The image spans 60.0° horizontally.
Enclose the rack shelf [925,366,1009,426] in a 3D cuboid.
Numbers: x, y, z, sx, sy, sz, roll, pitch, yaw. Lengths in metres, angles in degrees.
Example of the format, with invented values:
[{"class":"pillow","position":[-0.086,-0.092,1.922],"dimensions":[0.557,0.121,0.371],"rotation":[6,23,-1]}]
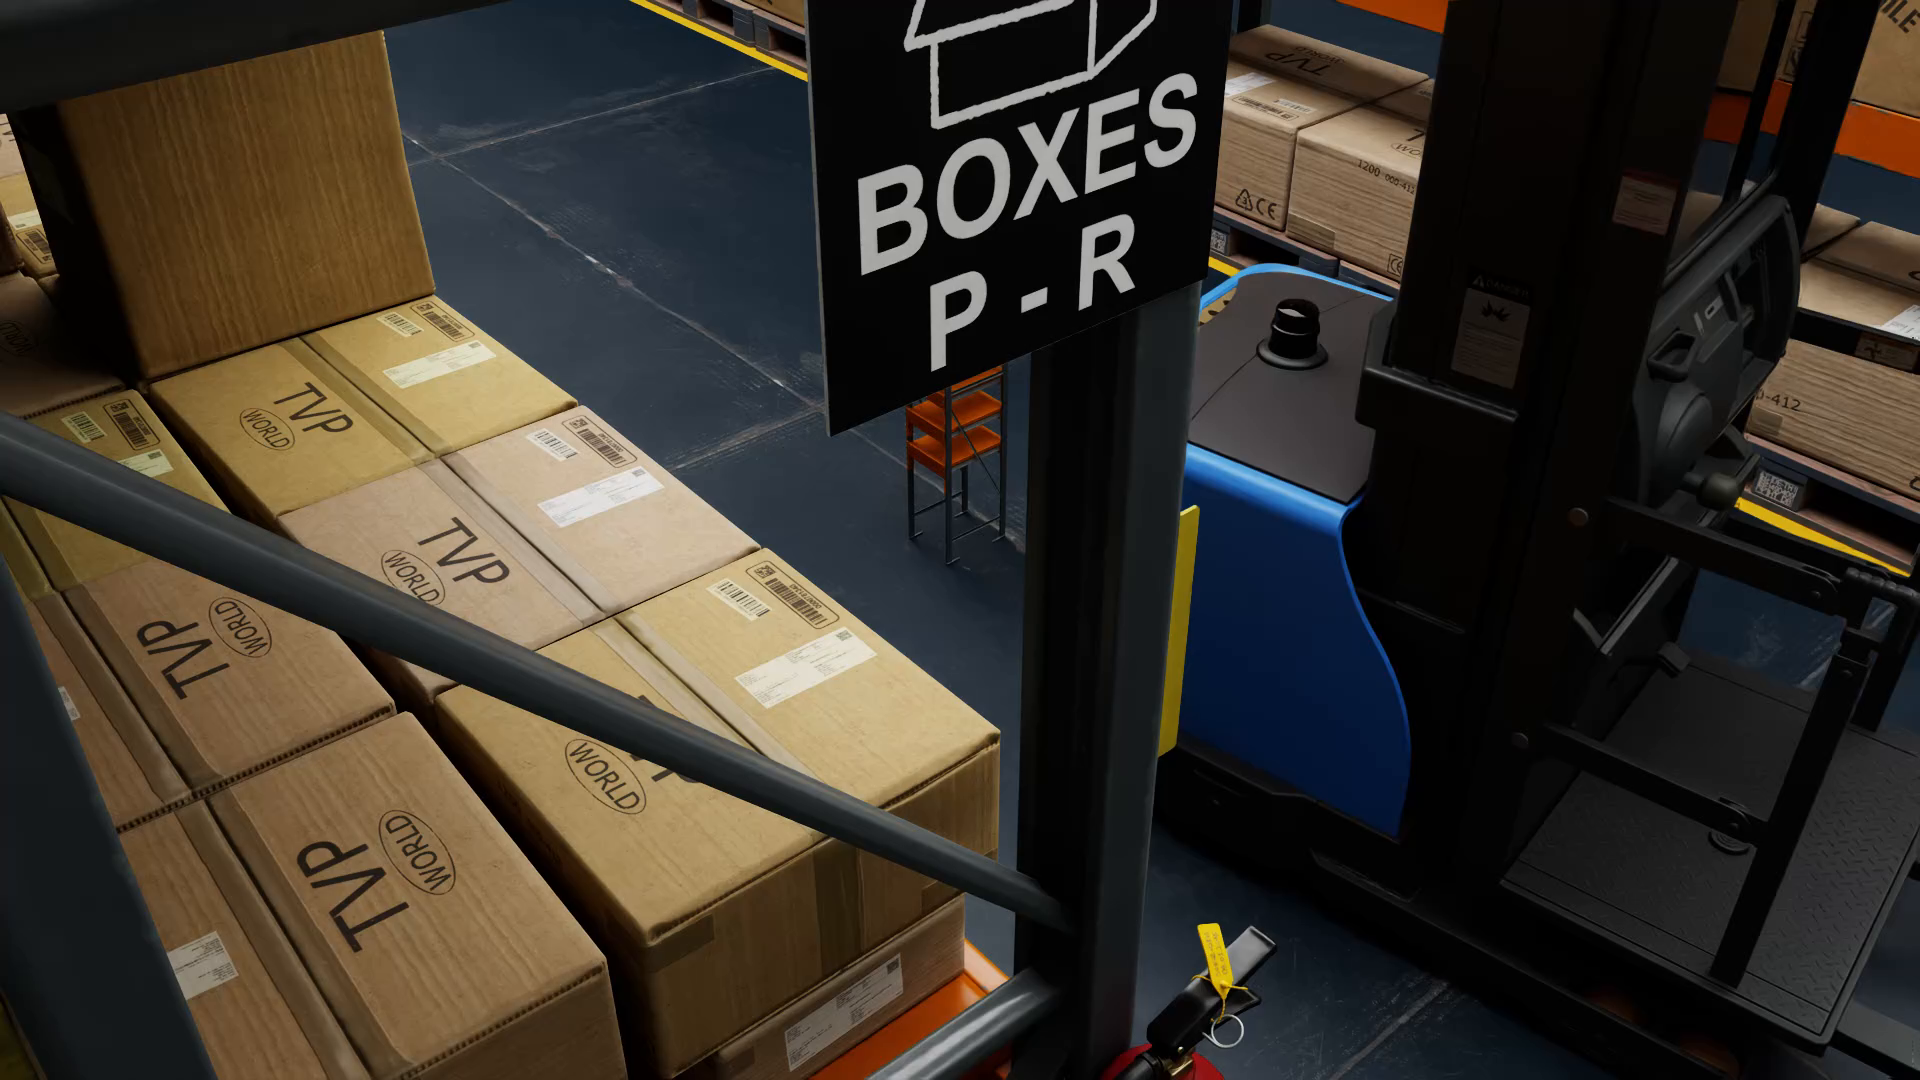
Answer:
[{"class":"rack shelf","position":[-0.009,-0.460,4.938],"dimensions":[0.258,0.103,0.180],"rotation":[-26,43,-32]}]

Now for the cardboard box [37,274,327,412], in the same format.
[{"class":"cardboard box","position":[-1.301,-0.352,3.025],"dimensions":[0.500,0.250,0.500],"rotation":[-27,43,-33]}]

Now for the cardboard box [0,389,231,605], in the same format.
[{"class":"cardboard box","position":[-1.360,0.059,2.444],"dimensions":[0.500,0.250,0.500],"rotation":[-25,42,-30]}]

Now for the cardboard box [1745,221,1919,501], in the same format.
[{"class":"cardboard box","position":[3.075,-0.561,5.301],"dimensions":[0.875,0.438,0.875],"rotation":[-28,44,-33]}]

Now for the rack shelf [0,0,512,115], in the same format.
[{"class":"rack shelf","position":[-1.503,-1.142,2.294],"dimensions":[1.077,0.370,4.000],"rotation":[-26,43,-32]}]

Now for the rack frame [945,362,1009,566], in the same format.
[{"class":"rack frame","position":[0.050,-0.456,4.855],"dimensions":[0.240,1.200,0.006],"rotation":[-26,43,-32]}]

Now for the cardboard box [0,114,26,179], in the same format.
[{"class":"cardboard box","position":[-1.944,-0.805,3.664],"dimensions":[0.500,0.250,0.500],"rotation":[-26,43,-32]}]

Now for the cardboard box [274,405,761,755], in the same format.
[{"class":"cardboard box","position":[-0.625,0.088,2.403],"dimensions":[0.500,0.250,0.500],"rotation":[-26,43,-31]}]

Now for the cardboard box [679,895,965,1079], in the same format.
[{"class":"cardboard box","position":[-0.215,0.526,2.129],"dimensions":[0.380,0.149,0.250],"rotation":[-26,43,-32]}]

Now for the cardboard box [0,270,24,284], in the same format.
[{"class":"cardboard box","position":[-2.020,-0.388,3.075],"dimensions":[0.500,0.250,0.500],"rotation":[-25,42,-31]}]

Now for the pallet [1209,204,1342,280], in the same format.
[{"class":"pallet","position":[1.427,-1.445,7.107],"dimensions":[1.003,0.211,1.213],"rotation":[-26,43,-32]}]

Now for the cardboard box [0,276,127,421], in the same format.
[{"class":"cardboard box","position":[-1.697,-0.172,2.770],"dimensions":[0.500,0.250,0.500],"rotation":[-26,43,-32]}]

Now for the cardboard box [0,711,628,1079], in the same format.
[{"class":"cardboard box","position":[-0.712,0.507,1.811],"dimensions":[0.500,0.250,0.500],"rotation":[-25,42,-31]}]

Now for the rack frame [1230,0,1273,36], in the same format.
[{"class":"rack frame","position":[0.996,-2.948,6.817],"dimensions":[1.000,3.000,0.127],"rotation":[-26,43,-32]}]

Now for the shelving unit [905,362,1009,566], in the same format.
[{"class":"shelving unit","position":[-0.009,-0.496,4.912],"dimensions":[0.258,1.200,0.189],"rotation":[-26,43,-32]}]

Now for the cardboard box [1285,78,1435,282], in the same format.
[{"class":"cardboard box","position":[1.897,-1.361,6.430],"dimensions":[0.875,0.438,0.875],"rotation":[-27,44,-33]}]

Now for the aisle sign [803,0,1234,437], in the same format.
[{"class":"aisle sign","position":[0.056,-0.469,1.067],"dimensions":[0.394,0.787,0.004],"rotation":[-26,43,-32]}]

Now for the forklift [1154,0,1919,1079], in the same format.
[{"class":"forklift","position":[1.658,-0.333,3.184],"dimensions":[3.031,2.935,1.130],"rotation":[25,42,31]}]

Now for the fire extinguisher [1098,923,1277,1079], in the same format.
[{"class":"fire extinguisher","position":[0.236,0.748,1.988],"dimensions":[0.296,0.674,0.183],"rotation":[-26,43,-32]}]

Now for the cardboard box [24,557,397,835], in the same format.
[{"class":"cardboard box","position":[-1.044,0.279,2.133],"dimensions":[0.500,0.250,0.500],"rotation":[-26,43,-32]}]

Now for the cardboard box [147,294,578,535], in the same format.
[{"class":"cardboard box","position":[-0.954,-0.135,2.717],"dimensions":[0.500,0.250,0.500],"rotation":[-27,43,-33]}]

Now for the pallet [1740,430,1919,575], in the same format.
[{"class":"pallet","position":[3.001,-0.367,5.586],"dimensions":[1.003,0.211,1.213],"rotation":[-26,43,-32]}]

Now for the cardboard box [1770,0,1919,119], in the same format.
[{"class":"cardboard box","position":[2.751,-1.564,4.776],"dimensions":[0.500,0.500,0.500],"rotation":[-27,43,-33]}]

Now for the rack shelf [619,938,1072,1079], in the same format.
[{"class":"rack shelf","position":[-1.503,0.082,3.161],"dimensions":[1.077,0.370,4.000],"rotation":[-26,43,-32]}]

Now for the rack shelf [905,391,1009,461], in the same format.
[{"class":"rack shelf","position":[-0.009,-0.362,5.007],"dimensions":[0.258,0.103,0.180],"rotation":[-26,43,-32]}]

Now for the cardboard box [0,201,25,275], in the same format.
[{"class":"cardboard box","position":[-2.036,-0.704,2.872],"dimensions":[0.500,0.500,0.500],"rotation":[-27,44,-33]}]

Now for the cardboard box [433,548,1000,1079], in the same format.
[{"class":"cardboard box","position":[-0.299,0.310,2.089],"dimensions":[0.500,0.250,0.500],"rotation":[-26,43,-32]}]

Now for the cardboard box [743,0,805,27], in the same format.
[{"class":"cardboard box","position":[-0.631,-3.287,8.770],"dimensions":[0.875,0.875,0.875],"rotation":[-25,43,-31]}]

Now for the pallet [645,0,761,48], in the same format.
[{"class":"pallet","position":[-1.134,-3.199,9.585],"dimensions":[1.003,0.211,1.213],"rotation":[-26,43,-32]}]

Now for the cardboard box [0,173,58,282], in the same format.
[{"class":"cardboard box","position":[-1.632,-0.580,3.346],"dimensions":[0.500,0.250,0.500],"rotation":[-26,43,-32]}]

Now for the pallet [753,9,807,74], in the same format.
[{"class":"pallet","position":[-0.351,-2.661,8.825],"dimensions":[1.003,0.211,1.213],"rotation":[-26,43,-32]}]

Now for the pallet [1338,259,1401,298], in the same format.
[{"class":"pallet","position":[2.218,-0.906,6.346],"dimensions":[1.003,0.211,1.213],"rotation":[-26,43,-32]}]

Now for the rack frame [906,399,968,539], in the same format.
[{"class":"rack frame","position":[-0.068,-0.536,4.969],"dimensions":[0.240,1.200,0.006],"rotation":[-26,43,-32]}]

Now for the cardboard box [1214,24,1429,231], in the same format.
[{"class":"cardboard box","position":[1.319,-1.756,6.988],"dimensions":[0.875,0.438,0.875],"rotation":[-27,43,-32]}]

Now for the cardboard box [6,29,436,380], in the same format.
[{"class":"cardboard box","position":[-1.268,-0.658,2.807],"dimensions":[0.500,0.500,0.500],"rotation":[-25,42,-31]}]

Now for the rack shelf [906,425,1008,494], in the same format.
[{"class":"rack shelf","position":[-0.009,-0.264,5.077],"dimensions":[0.258,0.103,0.180],"rotation":[-26,43,-32]}]

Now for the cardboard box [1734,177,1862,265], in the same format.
[{"class":"cardboard box","position":[2.478,-0.962,5.867],"dimensions":[0.875,0.438,0.875],"rotation":[-25,42,-31]}]

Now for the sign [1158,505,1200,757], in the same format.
[{"class":"sign","position":[0.202,0.116,1.742],"dimensions":[0.100,0.325,0.005],"rotation":[-26,43,-32]}]
